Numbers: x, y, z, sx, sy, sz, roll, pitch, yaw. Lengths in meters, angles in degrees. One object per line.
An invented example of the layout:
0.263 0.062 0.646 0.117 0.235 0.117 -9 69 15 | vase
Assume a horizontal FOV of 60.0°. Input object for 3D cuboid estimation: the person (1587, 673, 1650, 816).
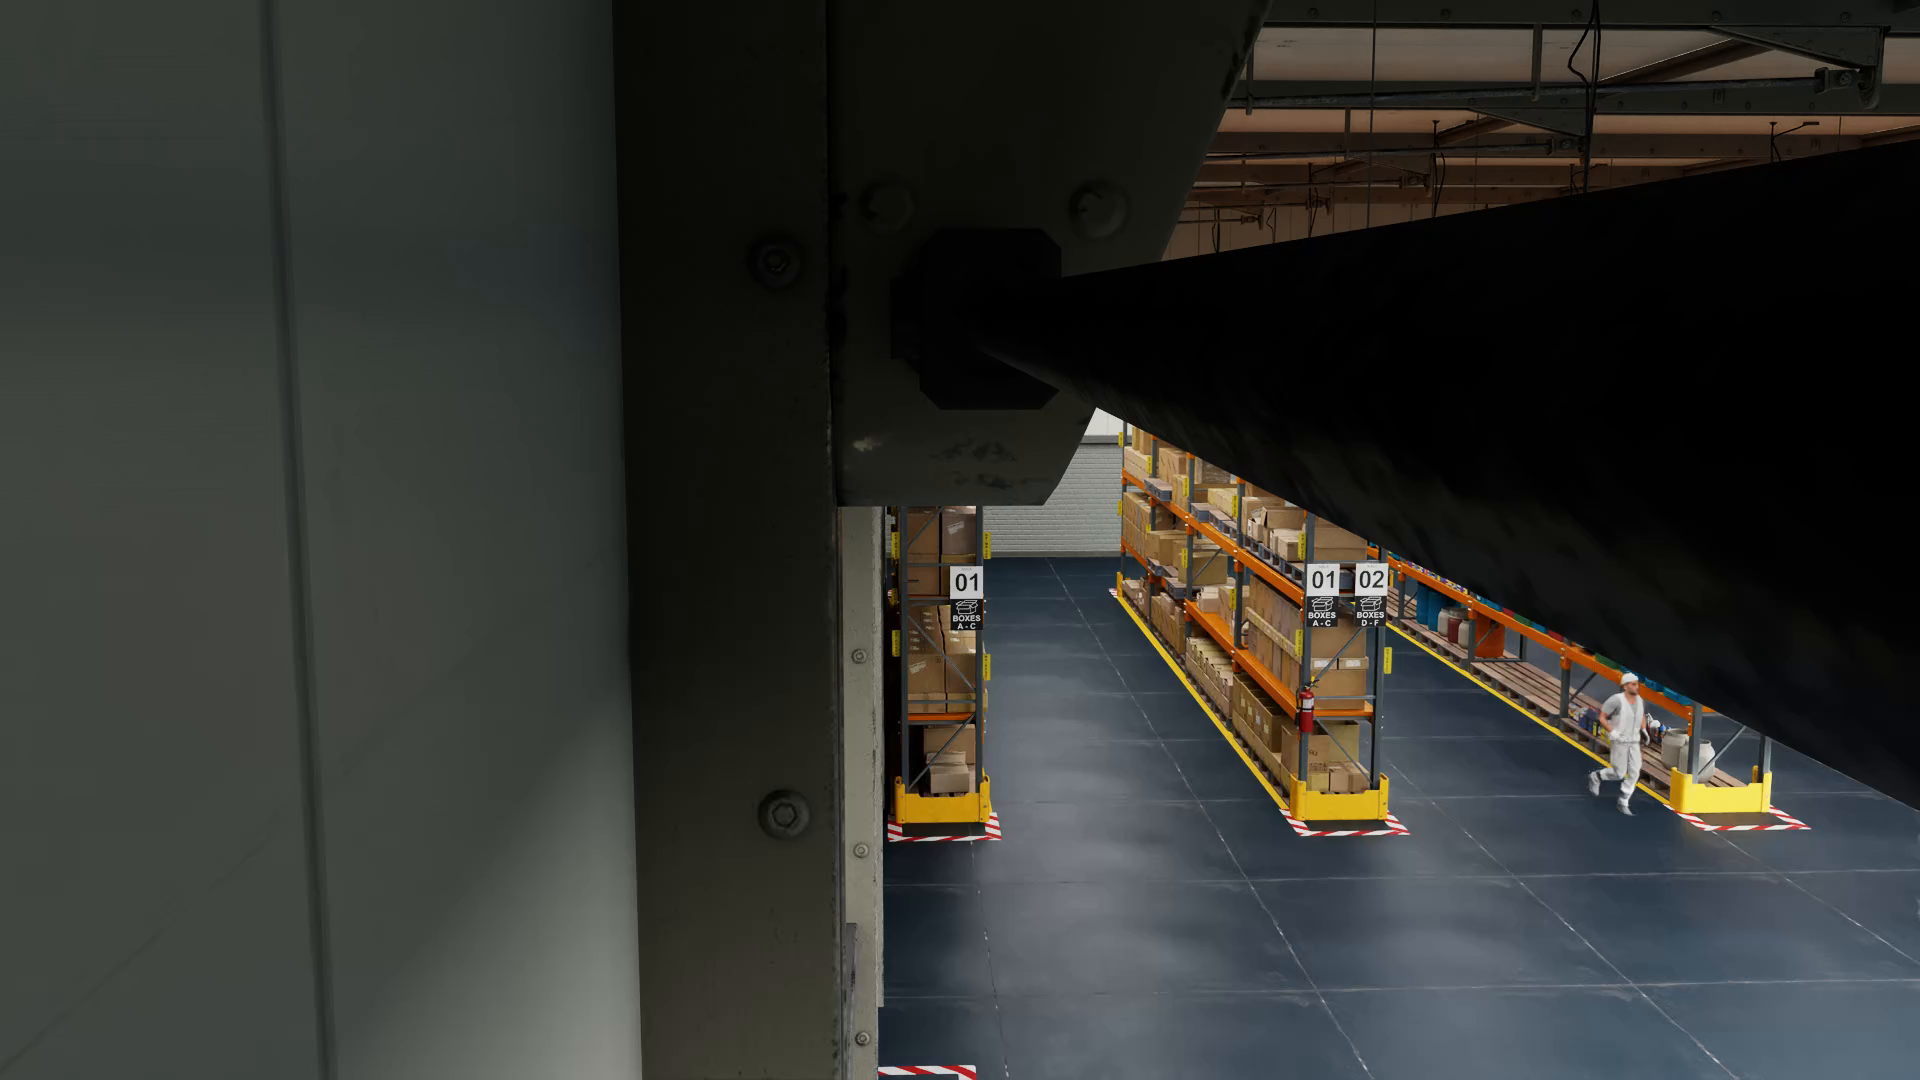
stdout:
8.379 2.545 21.029 0.693 1.781 0.711 -3 9 -20 | person
